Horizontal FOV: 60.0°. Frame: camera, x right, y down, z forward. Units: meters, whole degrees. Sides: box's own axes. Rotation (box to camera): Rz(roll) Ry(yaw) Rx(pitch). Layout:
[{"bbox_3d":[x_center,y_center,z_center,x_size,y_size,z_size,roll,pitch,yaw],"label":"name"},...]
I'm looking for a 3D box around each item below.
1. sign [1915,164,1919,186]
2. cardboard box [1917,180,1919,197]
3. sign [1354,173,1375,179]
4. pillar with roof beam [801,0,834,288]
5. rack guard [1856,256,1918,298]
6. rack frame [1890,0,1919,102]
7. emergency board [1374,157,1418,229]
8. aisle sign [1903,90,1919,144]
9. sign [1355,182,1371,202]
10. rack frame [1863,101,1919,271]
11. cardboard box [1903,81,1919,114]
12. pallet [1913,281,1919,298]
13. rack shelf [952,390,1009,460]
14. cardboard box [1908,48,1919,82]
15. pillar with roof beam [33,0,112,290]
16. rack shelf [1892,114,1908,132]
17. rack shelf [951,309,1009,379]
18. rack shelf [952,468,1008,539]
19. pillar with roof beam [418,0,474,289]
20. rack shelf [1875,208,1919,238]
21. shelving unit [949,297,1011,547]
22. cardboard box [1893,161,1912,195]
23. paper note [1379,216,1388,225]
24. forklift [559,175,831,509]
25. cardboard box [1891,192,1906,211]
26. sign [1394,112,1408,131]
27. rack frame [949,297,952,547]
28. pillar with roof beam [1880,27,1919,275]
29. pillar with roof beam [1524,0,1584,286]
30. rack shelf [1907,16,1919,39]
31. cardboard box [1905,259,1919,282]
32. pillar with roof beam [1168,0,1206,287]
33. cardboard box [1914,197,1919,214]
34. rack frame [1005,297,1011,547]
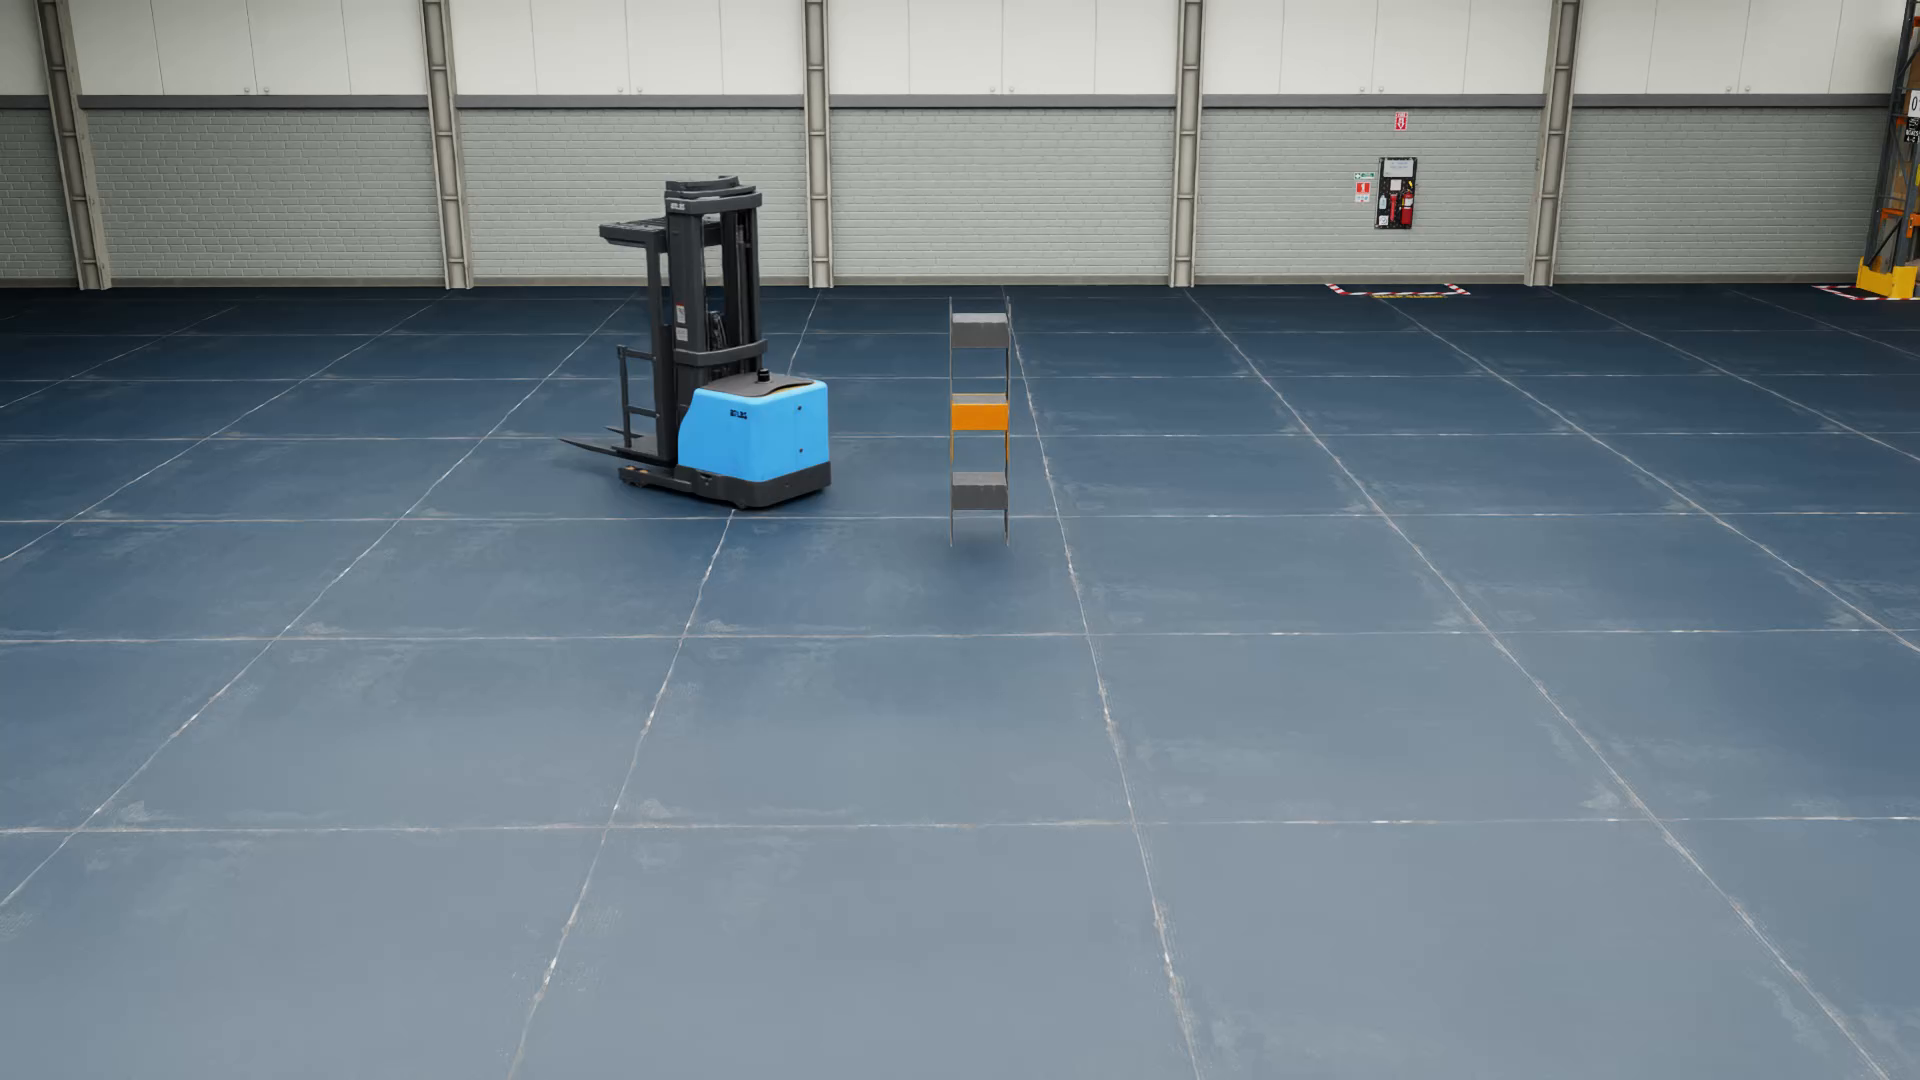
[{"bbox_3d":[15.015,-5.720,26.049,0.005,0.325,0.100,0,18,-1],"label":"sign"},{"bbox_3d":[15.489,-5.679,26.324,0.500,0.500,0.500,0,18,-1],"label":"cardboard box"},{"bbox_3d":[6.672,-6.007,27.436,0.331,0.109,0.001,0,18,-1],"label":"sign"},{"bbox_3d":[-2.237,-7.196,22.246,0.400,9.000,9.100,0,18,-1],"label":"pillar with roof beam"},{"bbox_3d":[15.082,-4.283,27.081,0.348,0.500,1.175,0,18,-1],"label":"rack guard"},{"bbox_3d":[15.006,-8.330,25.782,0.127,3.000,1.000,0,18,-1],"label":"rack frame"},{"bbox_3d":[7.222,-5.711,27.441,0.643,1.169,0.194,0,18,-1],"label":"emergency board"},{"bbox_3d":[14.939,-6.619,26.014,0.004,0.787,0.394,0,18,-1],"label":"aisle sign"},{"bbox_3d":[6.667,-5.757,27.526,0.234,0.329,0.001,0,18,-1],"label":"sign"},{"bbox_3d":[15.006,-5.473,26.698,0.127,3.000,1.000,0,18,-1],"label":"rack frame"},{"bbox_3d":[15.420,-7.038,26.469,0.500,0.500,0.500,1,18,3],"label":"cardboard box"},{"bbox_3d":[15.895,-4.139,27.104,1.213,0.211,1.003,0,18,-1],"label":"pallet"},{"bbox_3d":[0.166,-0.988,14.233,0.480,0.518,0.431,0,18,-1],"label":"rack shelf"},{"bbox_3d":[15.433,-7.516,26.324,0.500,0.500,0.500,1,18,2],"label":"cardboard box"},{"bbox_3d":[-14.236,-7.138,22.066,0.400,9.000,9.100,0,18,-1],"label":"pillar with roof beam"},{"bbox_3d":[17.006,-6.568,26.380,4.000,0.370,1.077,0,18,-1],"label":"rack shelf"},{"bbox_3d":[0.166,-1.654,14.020,0.480,0.518,0.431,0,18,-1],"label":"rack shelf"},{"bbox_3d":[0.166,-0.321,14.447,0.480,0.518,0.431,0,18,-1],"label":"rack shelf"},{"bbox_3d":[-8.236,-7.167,22.156,0.400,9.000,9.100,0,18,-1],"label":"pillar with roof beam"},{"bbox_3d":[17.006,-5.140,26.838,4.000,0.370,1.077,0,18,-1],"label":"rack shelf"},{"bbox_3d":[0.166,-1.001,14.229,0.503,2.100,0.431,0,18,-1],"label":"shelving unit"},{"bbox_3d":[15.474,-5.835,26.813,0.500,0.500,0.500,0,18,-1],"label":"cardboard box"},{"bbox_3d":[7.044,-5.312,27.639,0.142,0.148,0.016,0,18,-1],"label":"paper note"},{"bbox_3d":[-2.715,-2.024,16.057,3.031,2.935,1.130,13,22,36],"label":"forklift"},{"bbox_3d":[15.471,-5.473,26.910,0.500,0.250,0.500,0,18,0],"label":"cardboard box"},{"bbox_3d":[7.212,-6.846,27.182,0.199,0.298,0.001,0,18,-1],"label":"sign"},{"bbox_3d":[-0.078,-0.999,14.226,0.015,2.100,0.400,0,18,-1],"label":"rack frame"},{"bbox_3d":[15.761,-7.282,22.517,0.400,9.000,9.100,0,18,-1],"label":"pillar with roof beam"},{"bbox_3d":[9.761,-7.253,22.427,0.400,9.000,9.100,0,18,-1],"label":"pillar with roof beam"},{"bbox_3d":[17.006,-7.995,25.922,4.000,0.370,1.077,0,18,-1],"label":"rack shelf"},{"bbox_3d":[15.700,-4.378,26.966,0.500,0.311,0.500,-2,18,-7],"label":"cardboard box"},{"bbox_3d":[3.762,-7.225,22.337,0.400,9.000,9.100,0,18,-1],"label":"pillar with roof beam"},{"bbox_3d":[15.499,-5.317,26.423,0.500,0.250,0.500,-1,18,-2],"label":"cardboard box"},{"bbox_3d":[0.409,-1.002,14.233,0.015,2.100,0.400,0,18,-1],"label":"rack frame"}]
